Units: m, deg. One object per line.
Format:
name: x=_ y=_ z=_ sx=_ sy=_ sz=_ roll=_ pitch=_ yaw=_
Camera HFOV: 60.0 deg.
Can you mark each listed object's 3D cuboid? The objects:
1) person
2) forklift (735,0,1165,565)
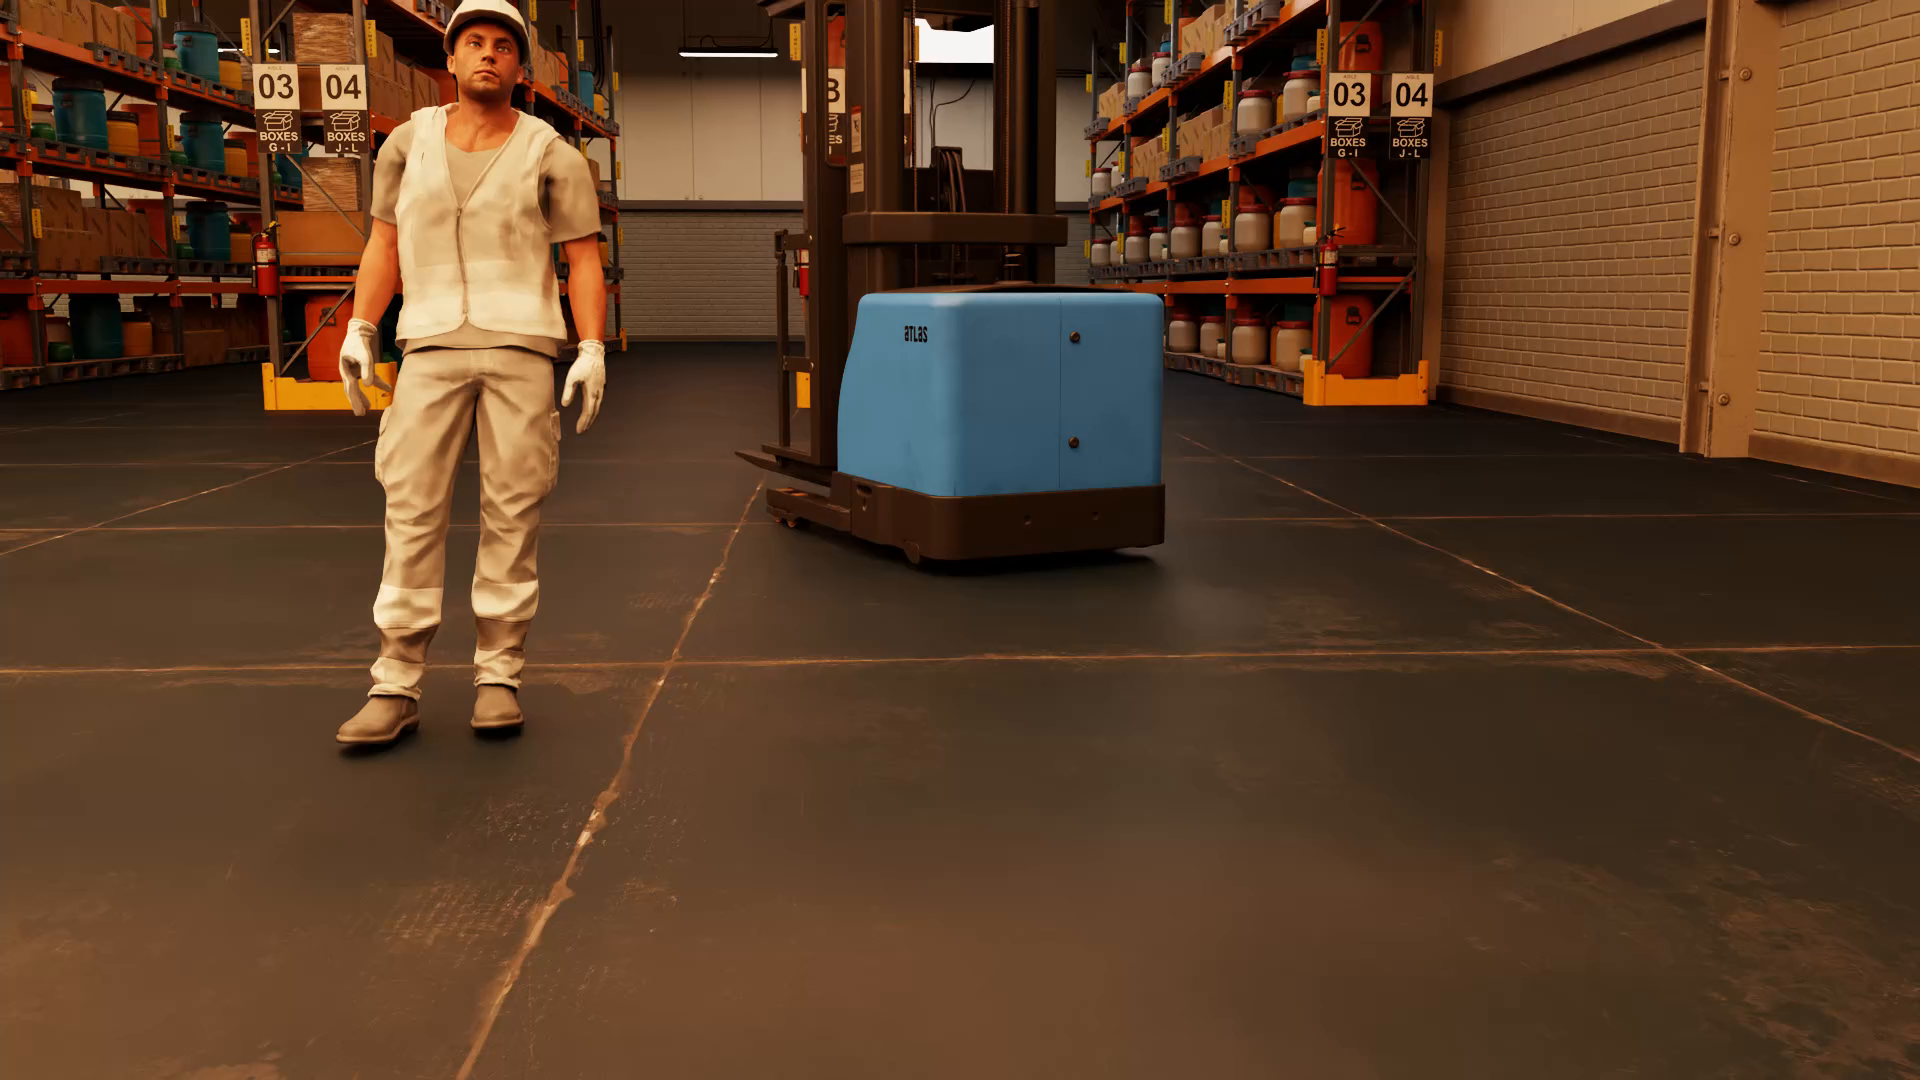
person: x=-1.189 y=-0.426 z=4.039 sx=0.637 sy=1.787 sz=0.564 roll=-1 pitch=8 yaw=-5
forklift: x=-0.264 y=-1.530 z=7.637 sx=1.130 sy=2.935 sz=3.031 roll=-4 pitch=9 yaw=-25
